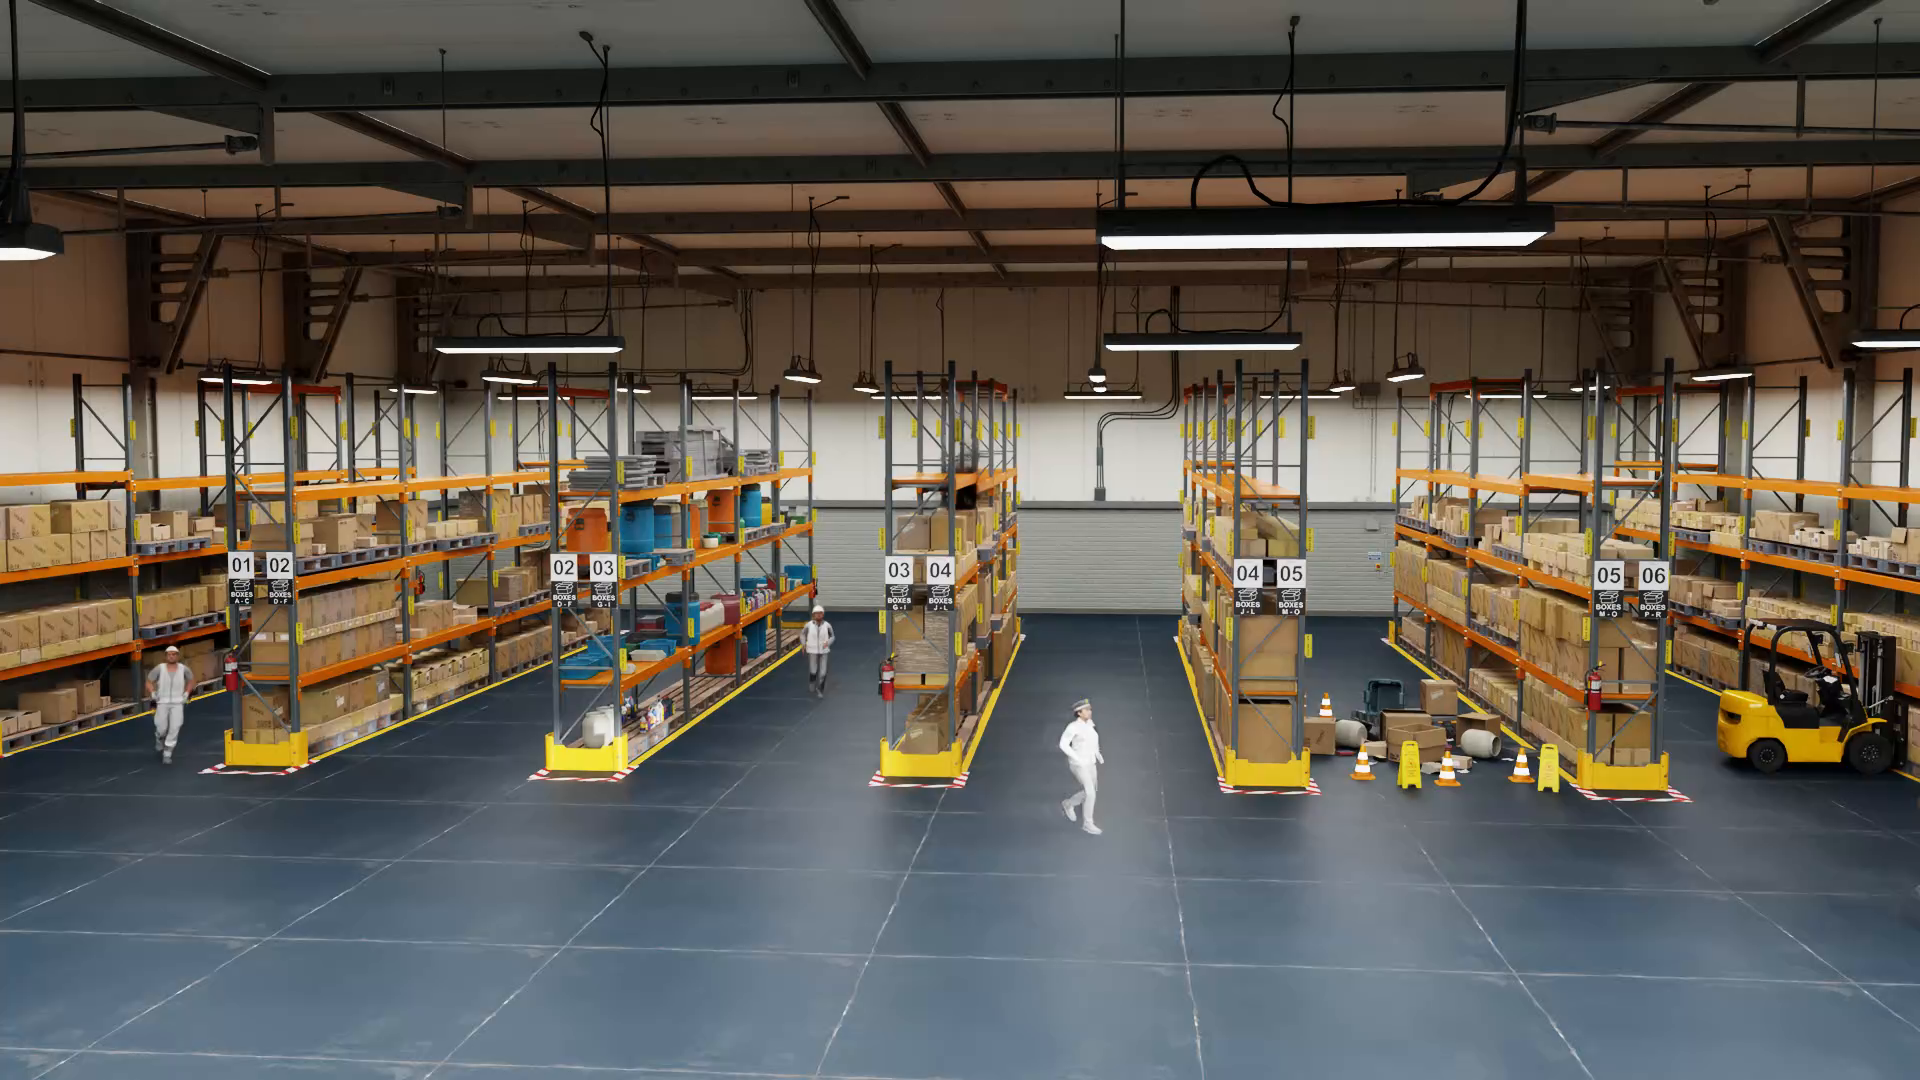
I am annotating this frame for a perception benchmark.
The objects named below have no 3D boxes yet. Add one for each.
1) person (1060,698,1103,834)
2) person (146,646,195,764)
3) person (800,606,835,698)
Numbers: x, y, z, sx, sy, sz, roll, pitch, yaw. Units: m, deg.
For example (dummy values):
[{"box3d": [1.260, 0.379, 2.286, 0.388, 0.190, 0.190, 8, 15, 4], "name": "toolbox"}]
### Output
[{"box3d": [1.499, 2.806, 20.789, 0.638, 1.680, 0.627, 3, 5, 41], "name": "person"}, {"box3d": [-11.973, 2.478, 25.244, 0.680, 1.755, 0.708, -2, 4, -28], "name": "person"}, {"box3d": [-2.651, 2.098, 31.032, 0.658, 1.731, 0.570, -1, 4, -8], "name": "person"}]
